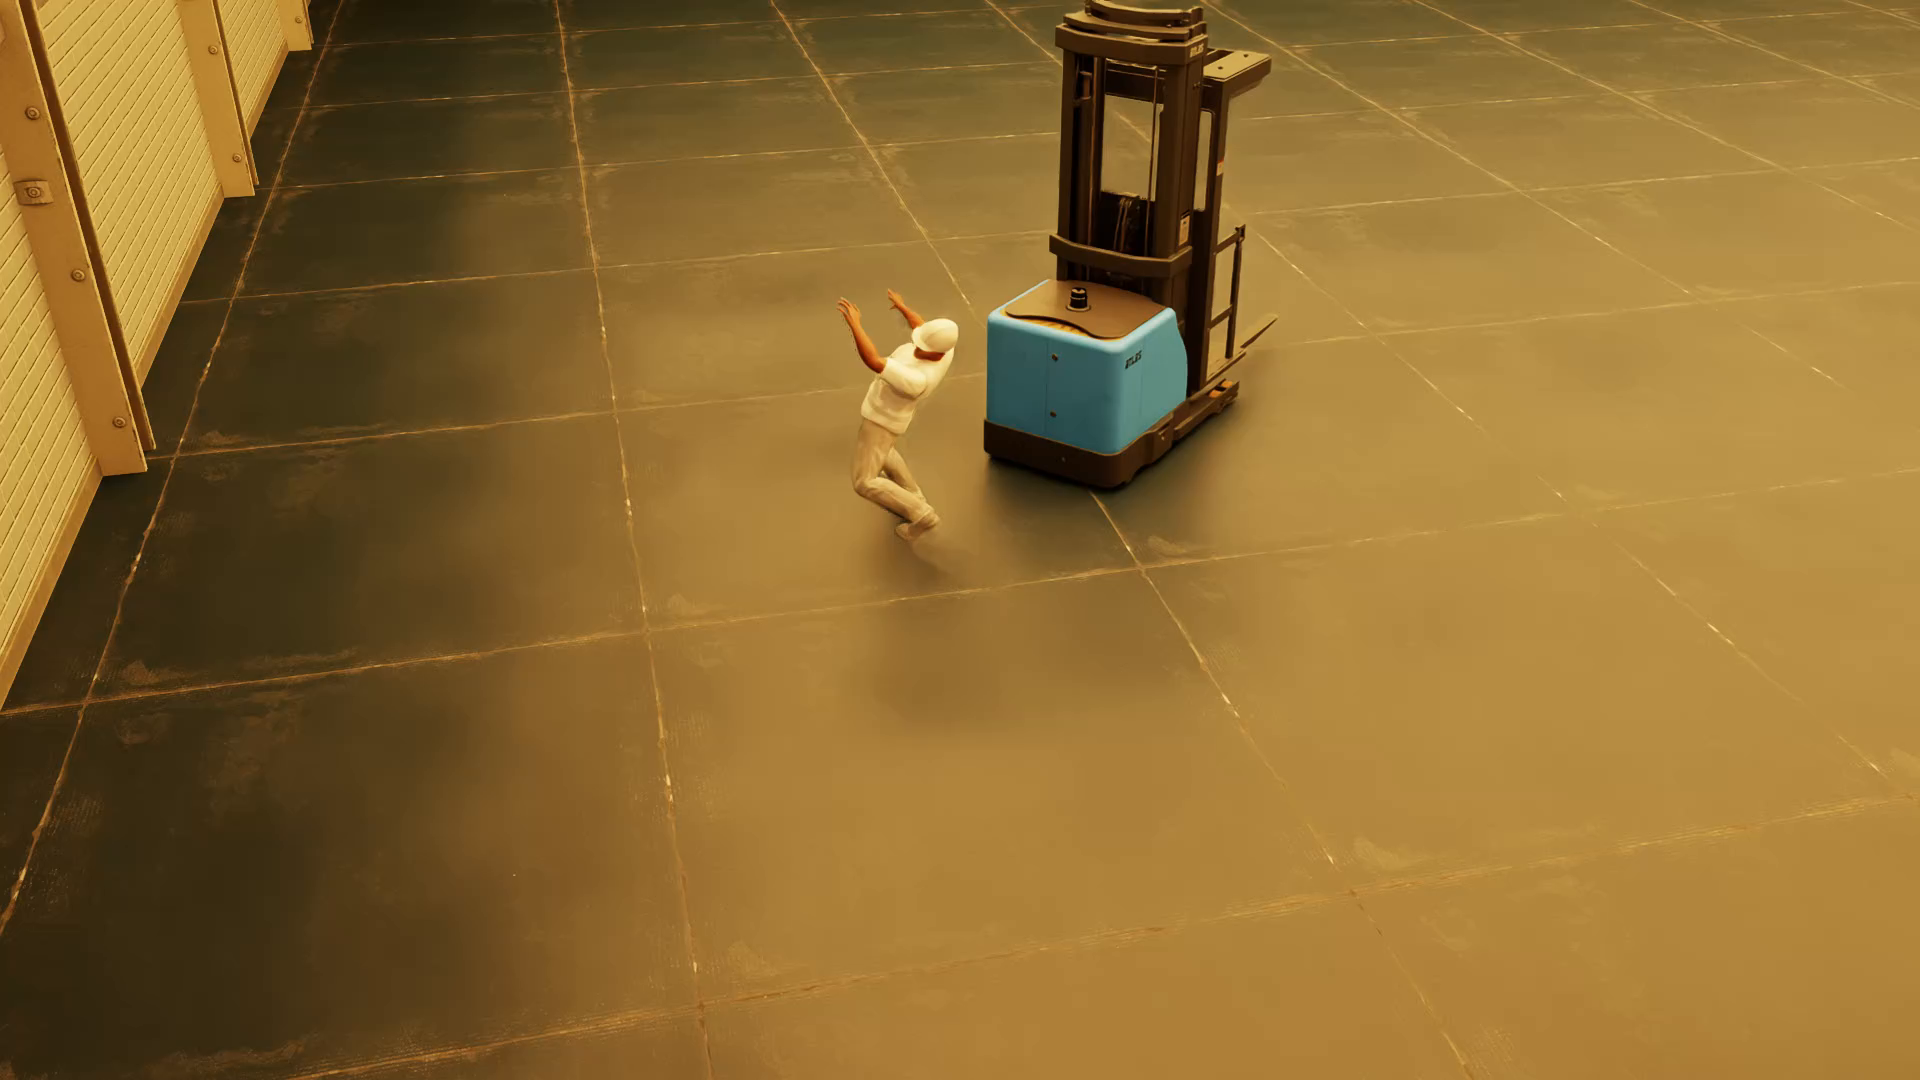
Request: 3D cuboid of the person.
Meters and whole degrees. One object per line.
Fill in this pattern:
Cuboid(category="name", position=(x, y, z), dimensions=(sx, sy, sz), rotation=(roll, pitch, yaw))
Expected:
Cuboid(category="person", position=(-0.336, -0.889, 10.419), dimensions=(0.715, 1.583, 1.103), rotation=(3, 30, 5))

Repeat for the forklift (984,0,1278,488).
Cuboid(category="forklift", position=(1.395, -2.307, 11.560), dimensions=(1.130, 2.935, 3.031), rotation=(18, 35, 28))
